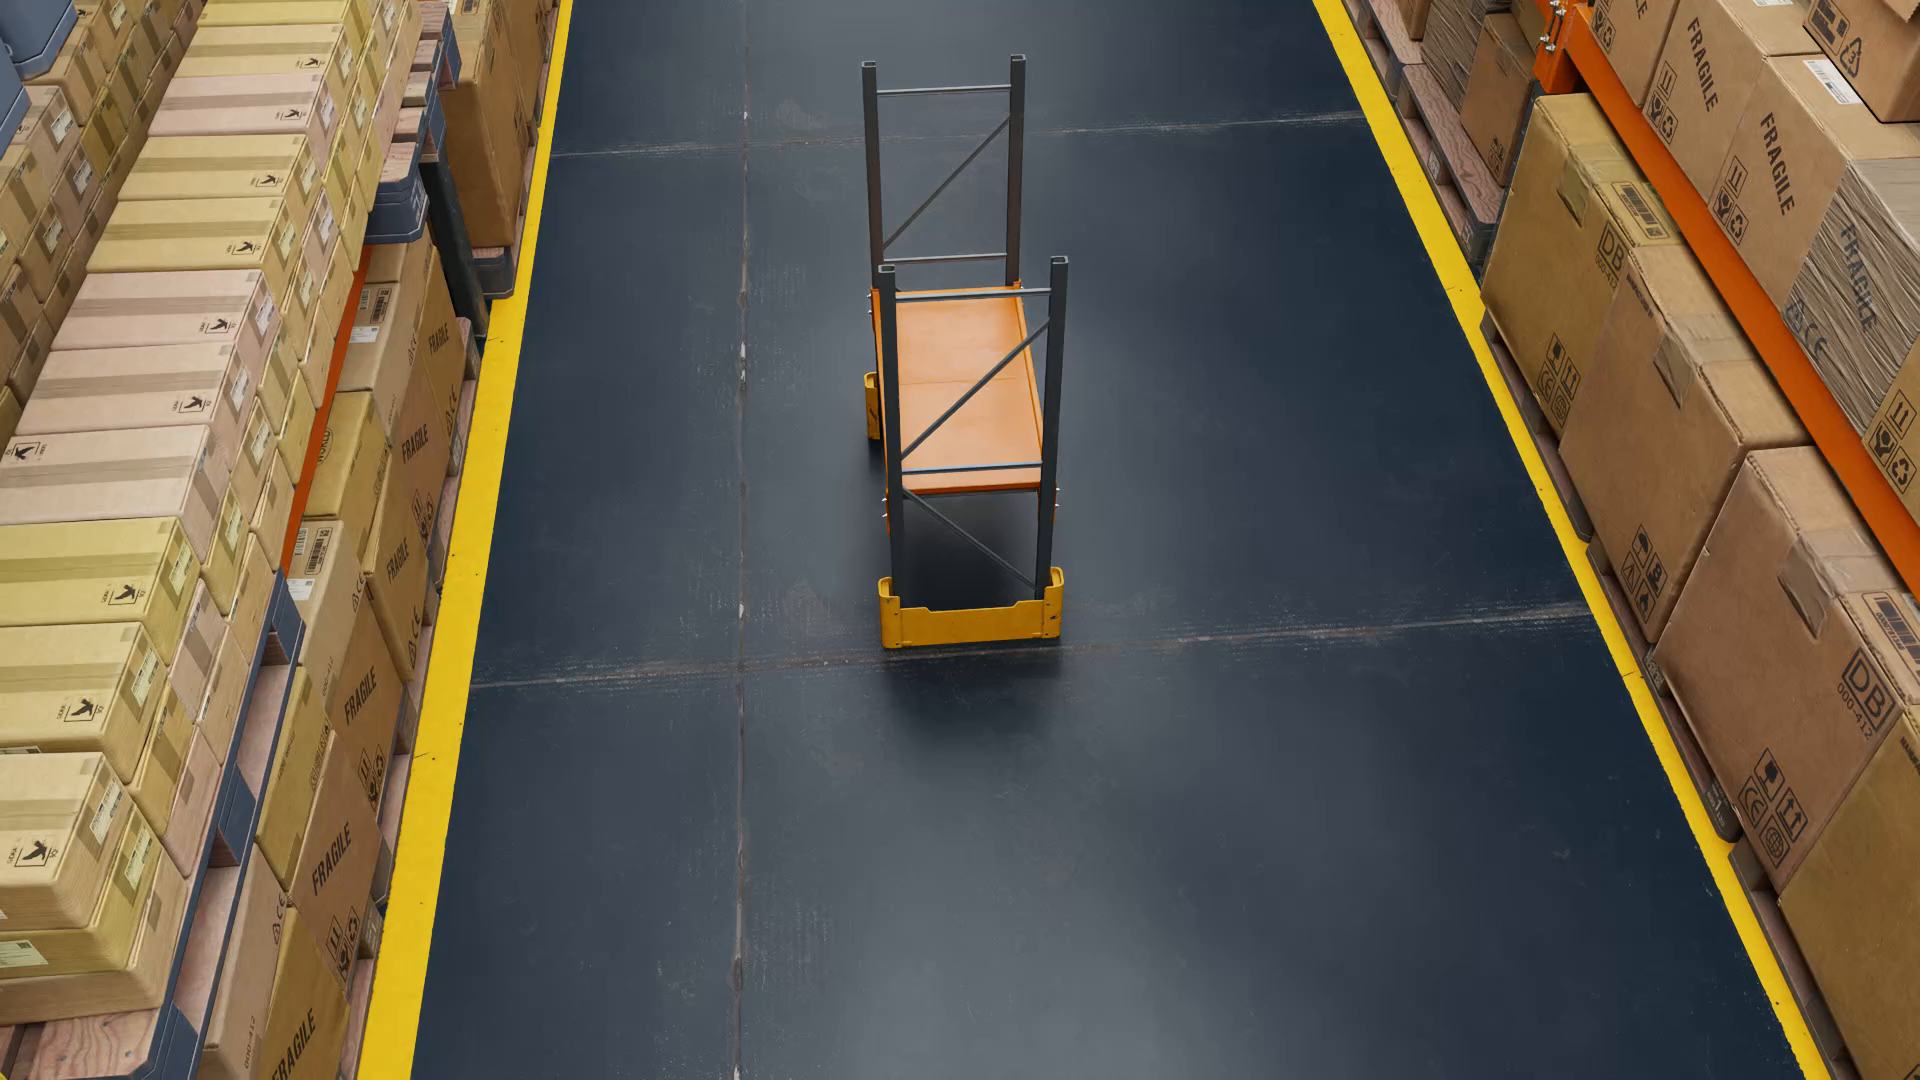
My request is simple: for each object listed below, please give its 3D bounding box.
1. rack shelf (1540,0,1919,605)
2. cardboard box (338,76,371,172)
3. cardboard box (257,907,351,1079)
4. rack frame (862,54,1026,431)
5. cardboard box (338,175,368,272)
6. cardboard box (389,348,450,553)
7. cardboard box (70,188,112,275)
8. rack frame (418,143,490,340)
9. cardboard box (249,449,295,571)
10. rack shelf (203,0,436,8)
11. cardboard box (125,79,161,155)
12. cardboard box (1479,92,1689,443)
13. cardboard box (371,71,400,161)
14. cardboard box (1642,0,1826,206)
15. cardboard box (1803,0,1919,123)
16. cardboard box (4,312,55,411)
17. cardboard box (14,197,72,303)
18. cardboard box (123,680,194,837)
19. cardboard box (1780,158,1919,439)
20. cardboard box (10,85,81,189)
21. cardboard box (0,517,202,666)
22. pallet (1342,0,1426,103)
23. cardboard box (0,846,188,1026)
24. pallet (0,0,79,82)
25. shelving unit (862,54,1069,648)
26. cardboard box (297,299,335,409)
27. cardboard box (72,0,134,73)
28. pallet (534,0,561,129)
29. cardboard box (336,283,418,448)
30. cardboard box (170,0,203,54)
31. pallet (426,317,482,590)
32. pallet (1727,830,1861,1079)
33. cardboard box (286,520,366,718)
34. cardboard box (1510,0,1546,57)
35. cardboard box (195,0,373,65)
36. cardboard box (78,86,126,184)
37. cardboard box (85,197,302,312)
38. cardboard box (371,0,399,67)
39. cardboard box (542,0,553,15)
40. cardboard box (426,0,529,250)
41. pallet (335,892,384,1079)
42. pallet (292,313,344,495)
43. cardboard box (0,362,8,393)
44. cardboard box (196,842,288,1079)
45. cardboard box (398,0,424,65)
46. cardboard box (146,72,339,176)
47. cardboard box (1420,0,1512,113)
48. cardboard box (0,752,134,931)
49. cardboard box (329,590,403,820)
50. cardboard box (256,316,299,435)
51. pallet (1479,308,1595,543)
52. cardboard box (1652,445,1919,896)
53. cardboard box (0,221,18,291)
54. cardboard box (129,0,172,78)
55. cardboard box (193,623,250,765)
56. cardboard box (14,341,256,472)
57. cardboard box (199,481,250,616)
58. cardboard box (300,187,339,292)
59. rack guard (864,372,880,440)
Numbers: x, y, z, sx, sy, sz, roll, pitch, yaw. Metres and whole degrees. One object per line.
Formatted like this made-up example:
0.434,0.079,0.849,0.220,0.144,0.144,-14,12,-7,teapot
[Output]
2.767,-0.362,4.523,1.077,0.370,4.000,-3,47,-3,rack shelf
-1.787,-1.095,4.400,0.380,0.149,0.250,-3,47,-3,cardboard box
-1.814,1.230,3.952,0.500,0.500,0.500,-2,47,-2,cardboard box
-0.050,-0.945,5.612,0.500,1.500,0.032,-3,47,-3,rack frame
-1.770,-0.817,4.341,0.380,0.149,0.250,-5,47,-5,cardboard box
-1.996,-0.277,5.379,0.500,0.500,0.500,-2,47,-2,cardboard box
-2.421,-0.774,4.301,0.380,0.149,0.250,-2,47,-2,cardboard box
-2.351,-1.829,5.416,1.000,3.000,0.127,-3,47,-3,rack frame
-1.679,-0.053,3.618,0.380,0.149,0.250,-5,47,-5,cardboard box
-2.519,-3.028,7.047,1.077,0.370,4.000,-3,47,-3,rack shelf
-2.470,-1.161,4.668,0.380,0.149,0.250,-1,47,-1,cardboard box
2.637,-0.970,5.777,1.225,0.875,0.875,-5,47,-5,cardboard box
-1.811,-1.192,4.696,0.380,0.149,0.250,-3,47,-3,cardboard box
2.415,-1.350,4.894,0.500,0.500,0.500,-5,47,-4,cardboard box
2.697,-1.435,4.283,0.797,0.503,0.637,-3,47,-2,cardboard box
-2.382,-0.403,3.950,0.380,0.149,0.250,-5,47,-5,cardboard box
-2.402,-0.695,4.021,0.380,0.149,0.250,-4,47,-4,cardboard box
-1.615,0.405,2.980,0.380,0.149,0.250,-4,47,-4,cardboard box
2.501,-0.618,4.200,0.500,0.500,0.500,-3,47,-3,cardboard box
-2.418,-0.986,4.092,0.380,0.149,0.250,-2,47,-1,cardboard box
-1.639,0.103,3.061,0.380,0.149,0.250,-3,47,-3,cardboard box
2.437,-2.544,8.014,1.003,0.211,1.213,-3,47,-3,pallet
-1.591,0.695,2.910,0.380,0.149,0.250,-6,47,-5,cardboard box
-2.052,-1.105,2.794,1.213,0.211,1.003,-3,47,-3,pallet
-0.006,-0.571,5.258,0.587,1.500,1.083,-3,47,-3,shelving unit
-1.724,-0.432,3.977,0.380,0.149,0.250,-5,47,-5,cardboard box
-2.464,-1.373,4.458,0.380,0.149,0.250,-4,47,-4,cardboard box
-2.441,-2.325,7.807,1.003,0.211,1.213,-3,47,-3,pallet
-1.980,-0.528,5.100,0.500,0.250,0.500,-3,47,-3,cardboard box
-2.515,-1.551,5.036,0.380,0.149,0.250,-4,47,-4,cardboard box
-2.287,-0.304,5.893,1.003,0.211,1.213,-3,47,-3,pallet
2.795,1.242,4.428,1.003,0.211,1.213,-3,47,-3,pallet
-1.900,0.218,4.394,0.500,0.250,0.500,-2,47,-2,cardboard box
2.514,-2.089,6.565,0.500,0.250,0.500,-2,47,-2,cardboard box
-1.813,-1.393,4.477,0.380,0.149,0.250,-2,47,-2,cardboard box
-2.439,-1.055,4.363,0.380,0.149,0.250,-3,47,-3,cardboard box
-1.727,-0.640,3.765,0.380,0.149,0.250,-2,47,-2,cardboard box
-1.832,-1.466,4.751,0.380,0.149,0.250,-2,47,-2,cardboard box
-2.468,-2.952,7.740,1.050,0.750,0.750,-3,47,-3,cardboard box
-2.313,-1.645,6.503,1.050,0.750,0.750,-4,47,-4,cardboard box
-2.083,1.461,4.221,1.003,0.211,1.213,-3,47,-3,pallet
-2.145,-0.333,4.131,1.003,0.211,1.213,-3,47,-3,pallet
-2.361,-0.324,3.670,0.380,0.149,0.250,-3,47,-3,cardboard box
-1.815,0.972,3.679,0.500,0.250,0.500,-5,47,-5,cardboard box
-1.852,-1.558,5.043,0.380,0.149,0.250,-3,47,-3,cardboard box
-1.772,-1.025,4.129,0.380,0.149,0.250,-3,47,-3,cardboard box
2.464,-2.233,7.217,0.700,0.500,0.500,-7,47,-7,cardboard box
-1.591,0.490,2.694,0.380,0.149,0.250,-1,47,-1,cardboard box
-1.917,0.469,4.672,0.500,0.500,0.500,-3,47,-3,cardboard box
-1.706,-0.357,3.701,0.380,0.149,0.250,-4,47,-4,cardboard box
2.591,-0.523,6.100,1.003,0.211,1.213,-3,47,-3,pallet
2.785,0.315,4.560,1.225,0.875,0.875,-5,47,-5,cardboard box
-2.377,-0.613,3.739,0.380,0.149,0.250,-4,47,-4,cardboard box
-2.486,-1.431,4.718,0.380,0.149,0.250,-1,47,-1,cardboard box
-1.637,0.313,3.271,0.380,0.149,0.250,-3,47,-3,cardboard box
-1.680,-0.263,3.407,0.380,0.149,0.250,-4,47,-4,cardboard box
-1.659,0.030,3.335,0.380,0.149,0.250,-5,47,-5,cardboard box
-1.746,-0.726,4.050,0.380,0.149,0.250,-2,47,-2,cardboard box
-0.048,-0.501,6.053,0.587,0.250,0.087,-3,47,-3,rack guard
